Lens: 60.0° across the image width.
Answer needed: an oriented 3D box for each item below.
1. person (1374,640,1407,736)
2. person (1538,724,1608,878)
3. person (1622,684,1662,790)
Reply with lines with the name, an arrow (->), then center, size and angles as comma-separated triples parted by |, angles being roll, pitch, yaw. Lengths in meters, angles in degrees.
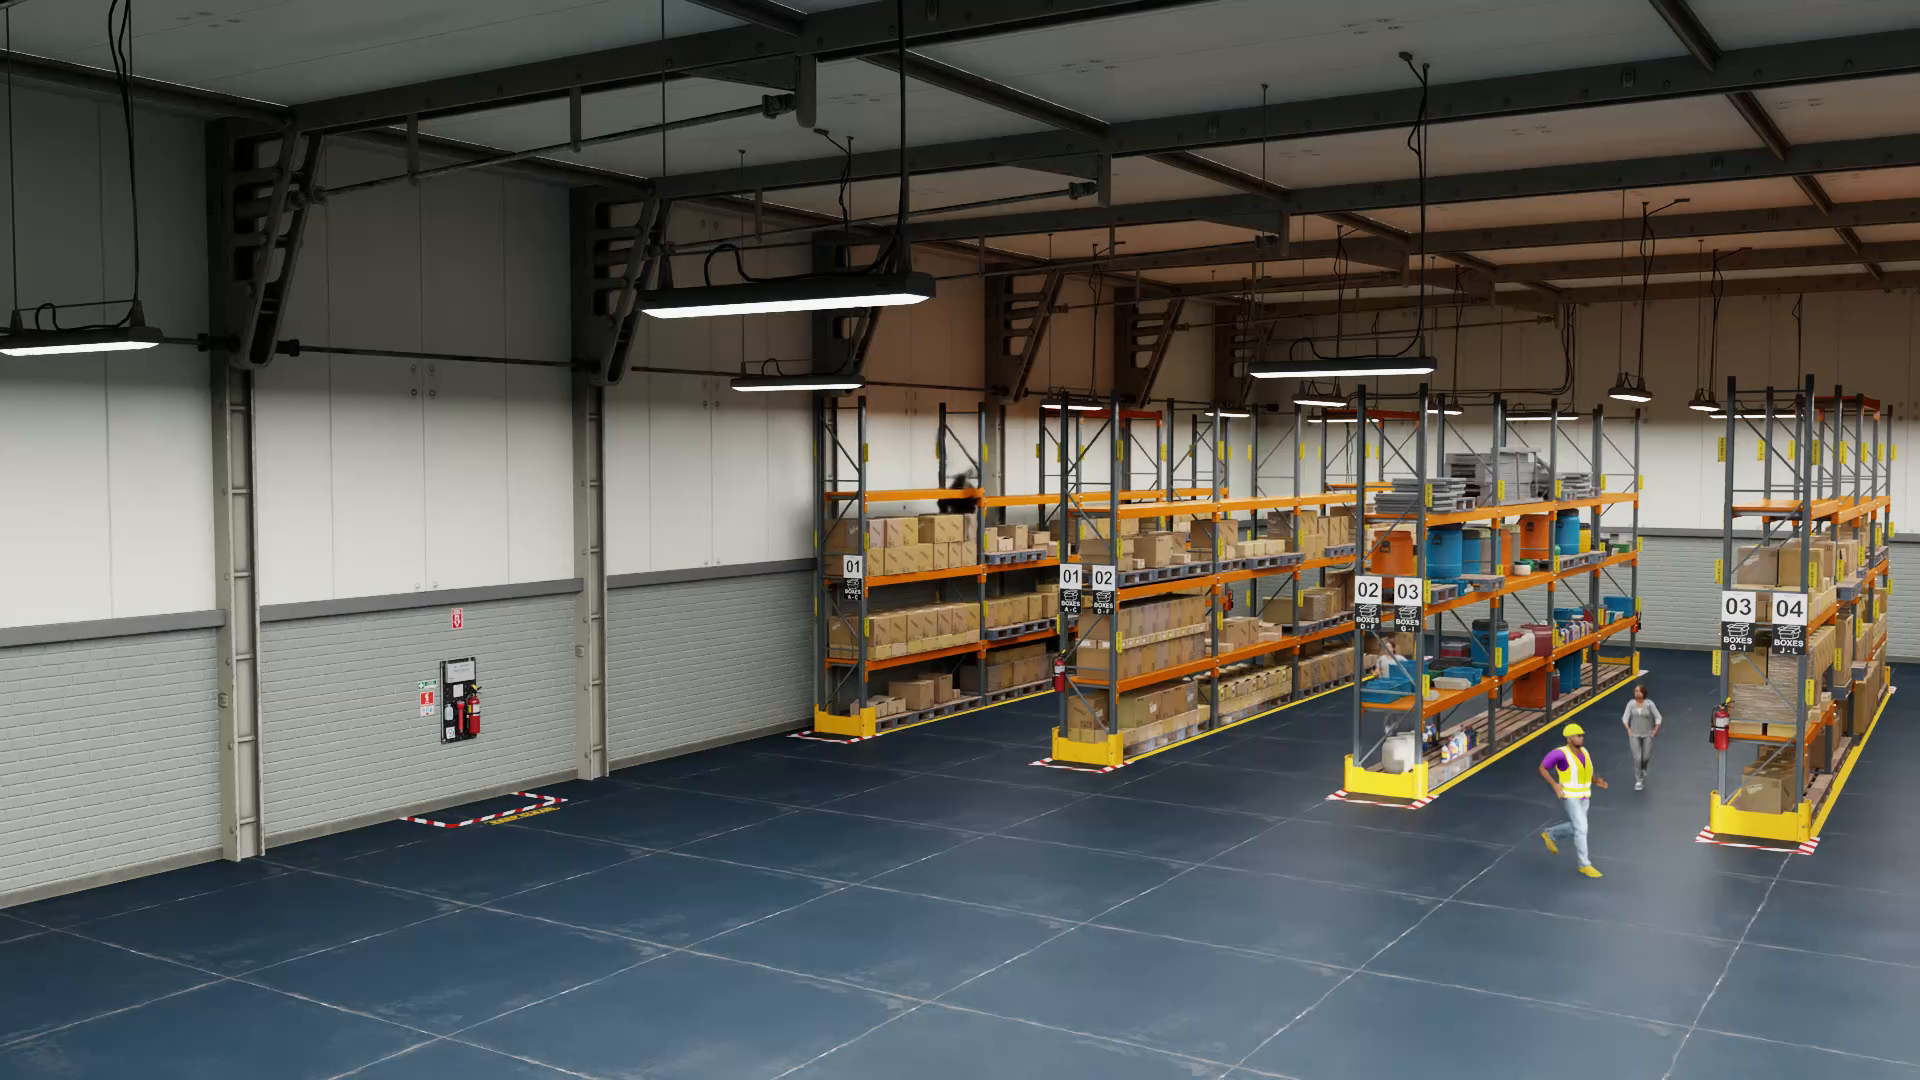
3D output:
person -> 7.678, 2.636, 29.628 | 0.570, 1.690, 0.738 | 2, 4, 38
person -> 7.328, 3.084, 19.937 | 0.699, 1.765, 0.924 | -2, 3, -31
person -> 10.137, 2.931, 24.752 | 0.545, 1.564, 0.490 | 2, 3, 27
